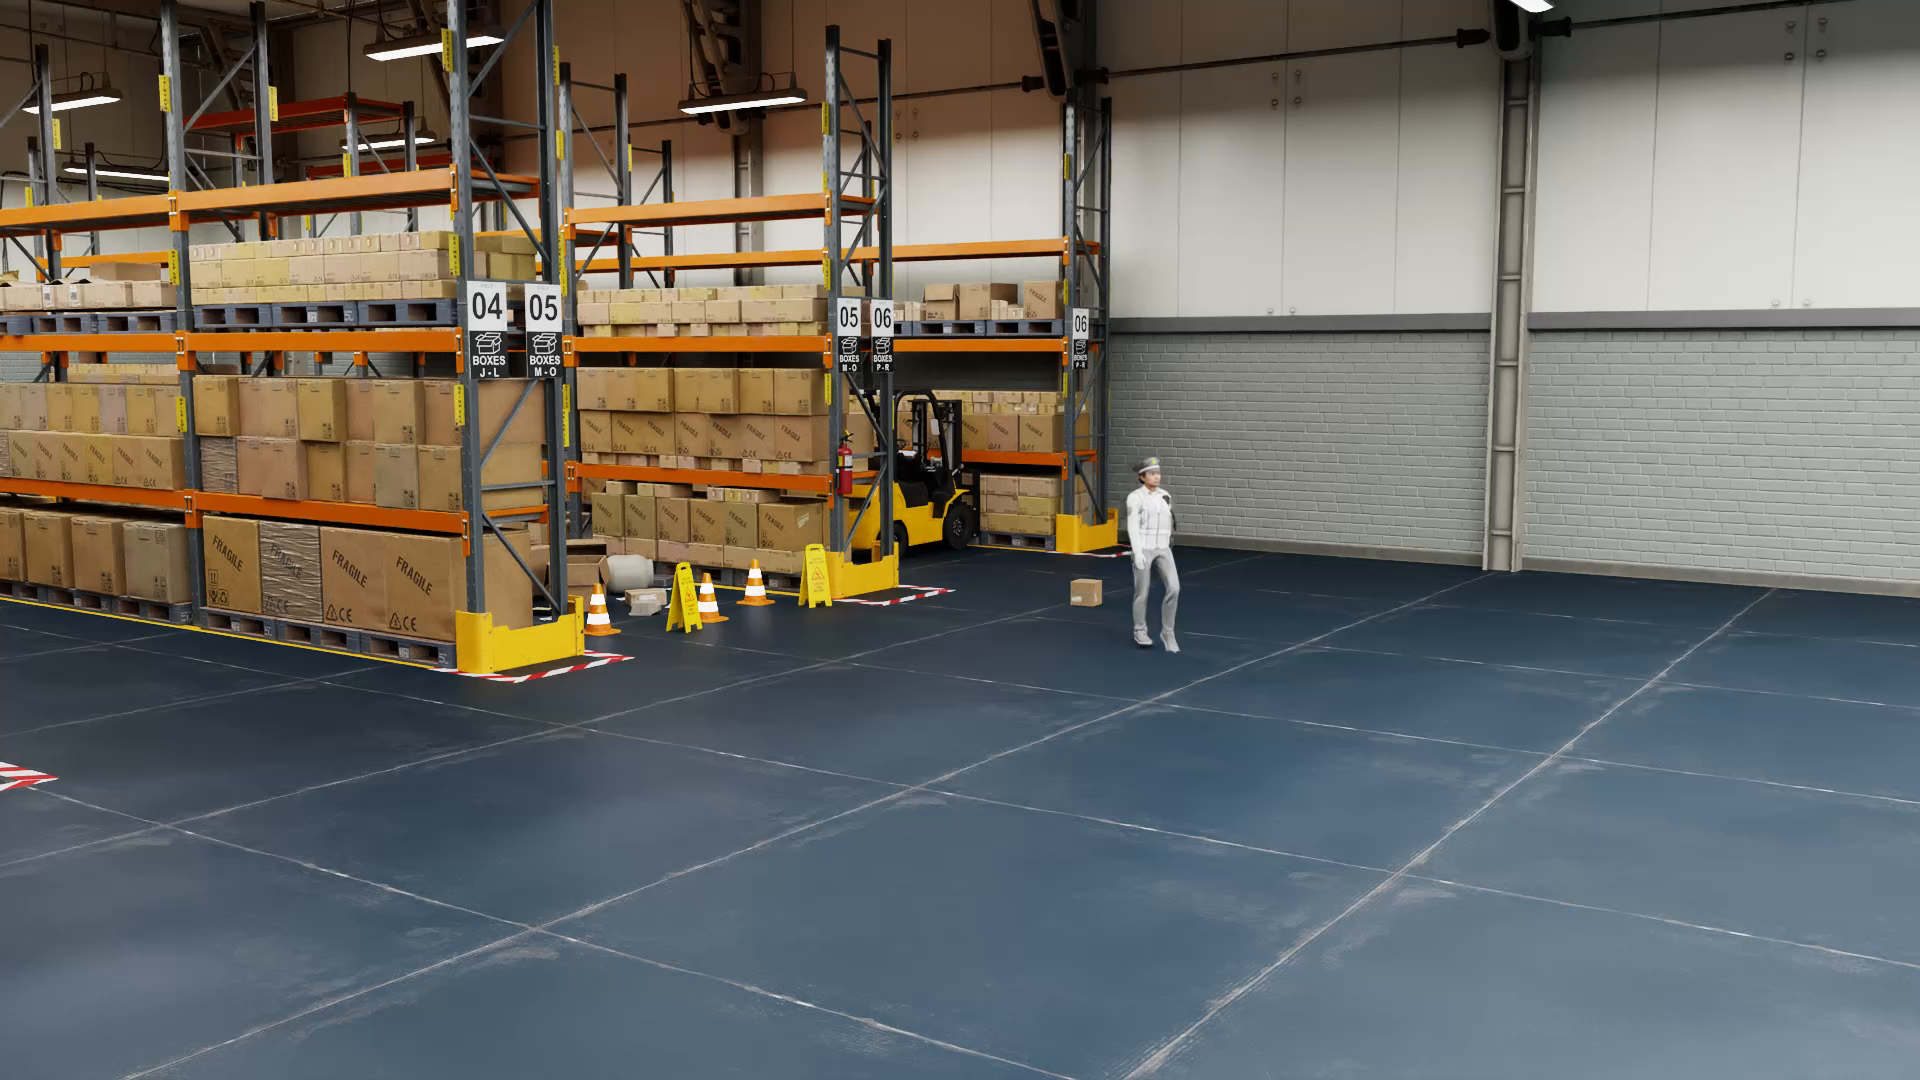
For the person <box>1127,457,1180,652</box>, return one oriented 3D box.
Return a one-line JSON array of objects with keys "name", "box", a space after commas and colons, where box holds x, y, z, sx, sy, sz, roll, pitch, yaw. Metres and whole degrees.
[{"name": "person", "box": [1.707, 0.140, 14.735, 0.486, 1.748, 0.504, -2, 7, -18]}]
